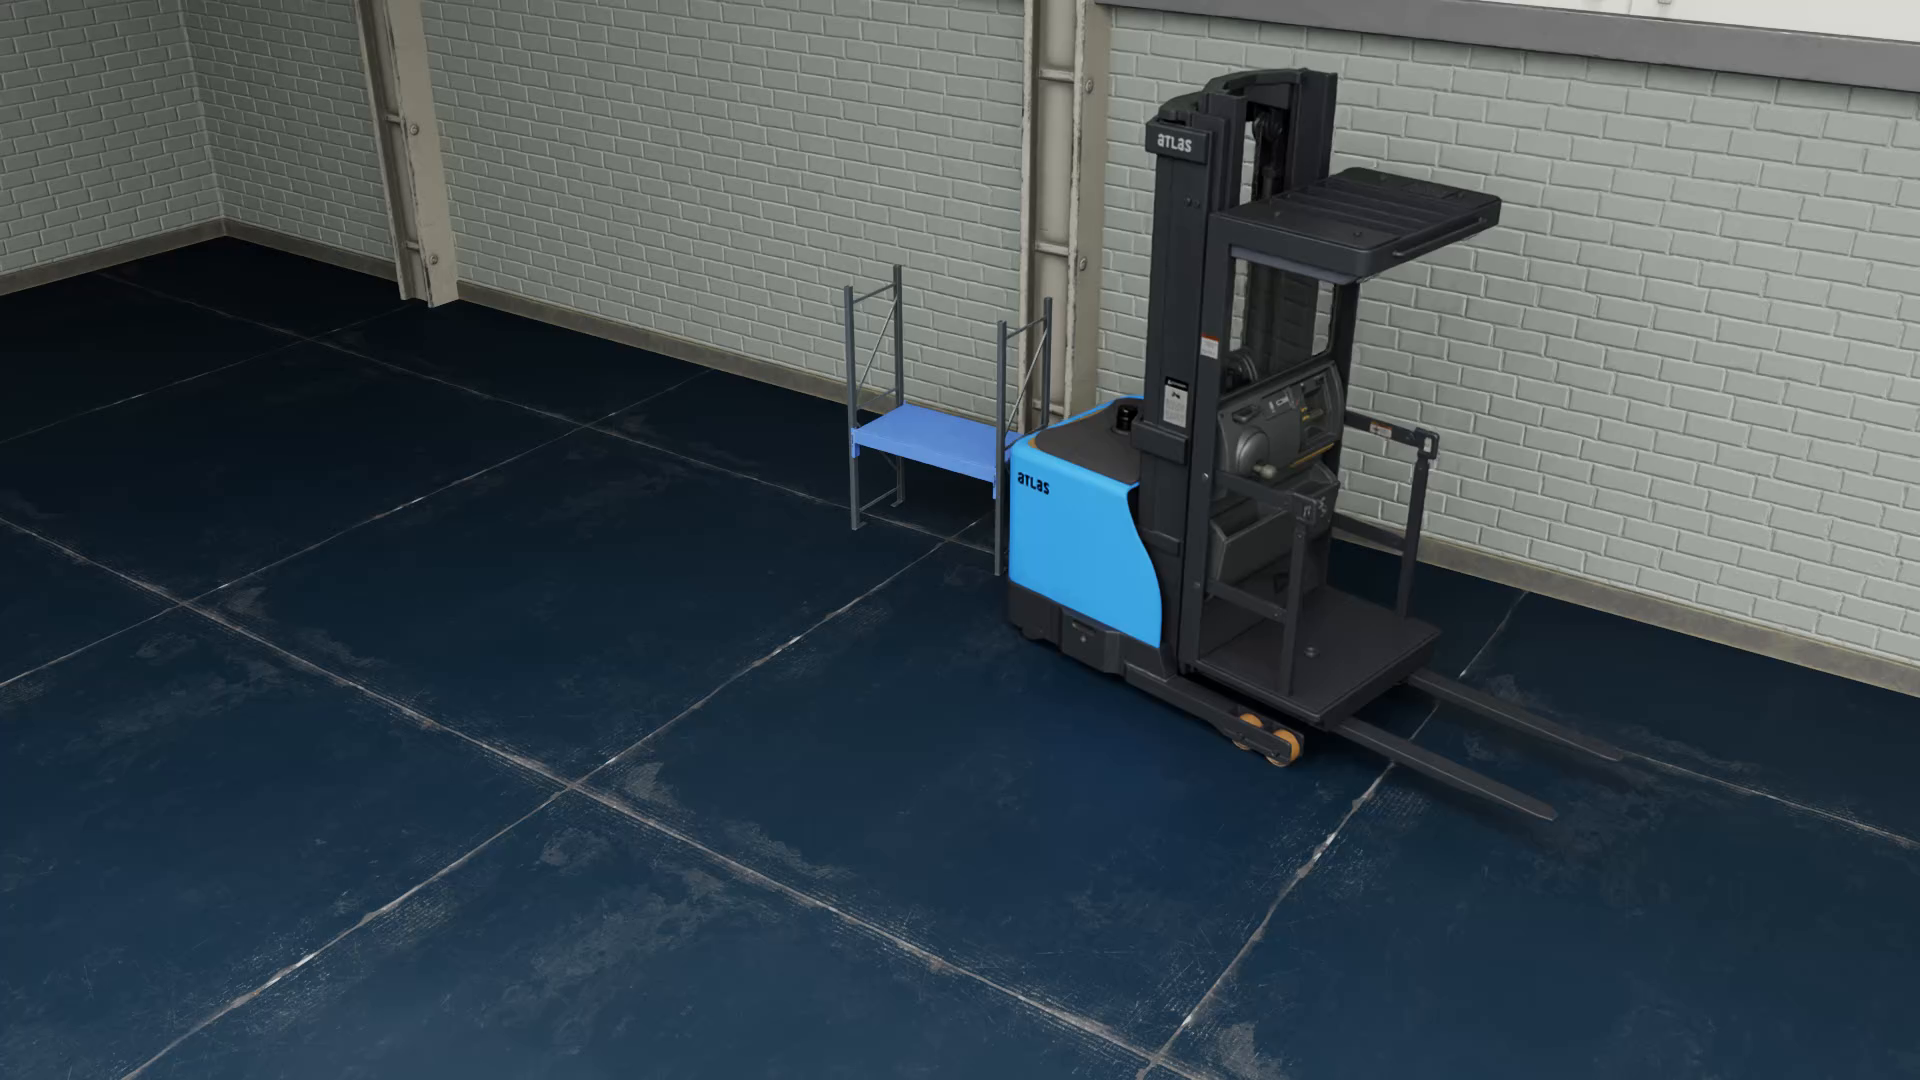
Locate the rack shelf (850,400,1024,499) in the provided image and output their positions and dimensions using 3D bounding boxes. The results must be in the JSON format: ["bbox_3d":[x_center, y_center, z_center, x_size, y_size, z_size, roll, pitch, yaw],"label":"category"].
[{"bbox_3d":[-0.070,-0.530,9.534,1.000,0.185,0.538,17,32,30],"label":"rack shelf"}]

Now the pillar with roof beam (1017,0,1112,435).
[{"bbox_3d":[-1.833,-2.846,5.420,0.400,9.000,9.100,17,32,30],"label":"pillar with roof beam"}]

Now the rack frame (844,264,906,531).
[{"bbox_3d":[-0.489,-0.821,9.709,0.032,1.500,0.500,17,32,30],"label":"rack frame"}]

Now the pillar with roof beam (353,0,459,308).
[{"bbox_3d":[-6.779,-4.386,8.447,0.400,9.000,9.100,17,32,30],"label":"pillar with roof beam"}]

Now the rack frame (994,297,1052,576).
[{"bbox_3d":[0.349,-0.560,9.196,0.032,1.500,0.500,17,32,30],"label":"rack frame"}]

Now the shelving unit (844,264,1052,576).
[{"bbox_3d":[-0.070,-0.690,9.453,1.048,1.500,0.538,17,32,30],"label":"shelving unit"}]

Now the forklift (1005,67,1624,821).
[{"bbox_3d":[1.639,-0.525,7.550,3.031,2.935,1.130,24,36,39],"label":"forklift"}]
